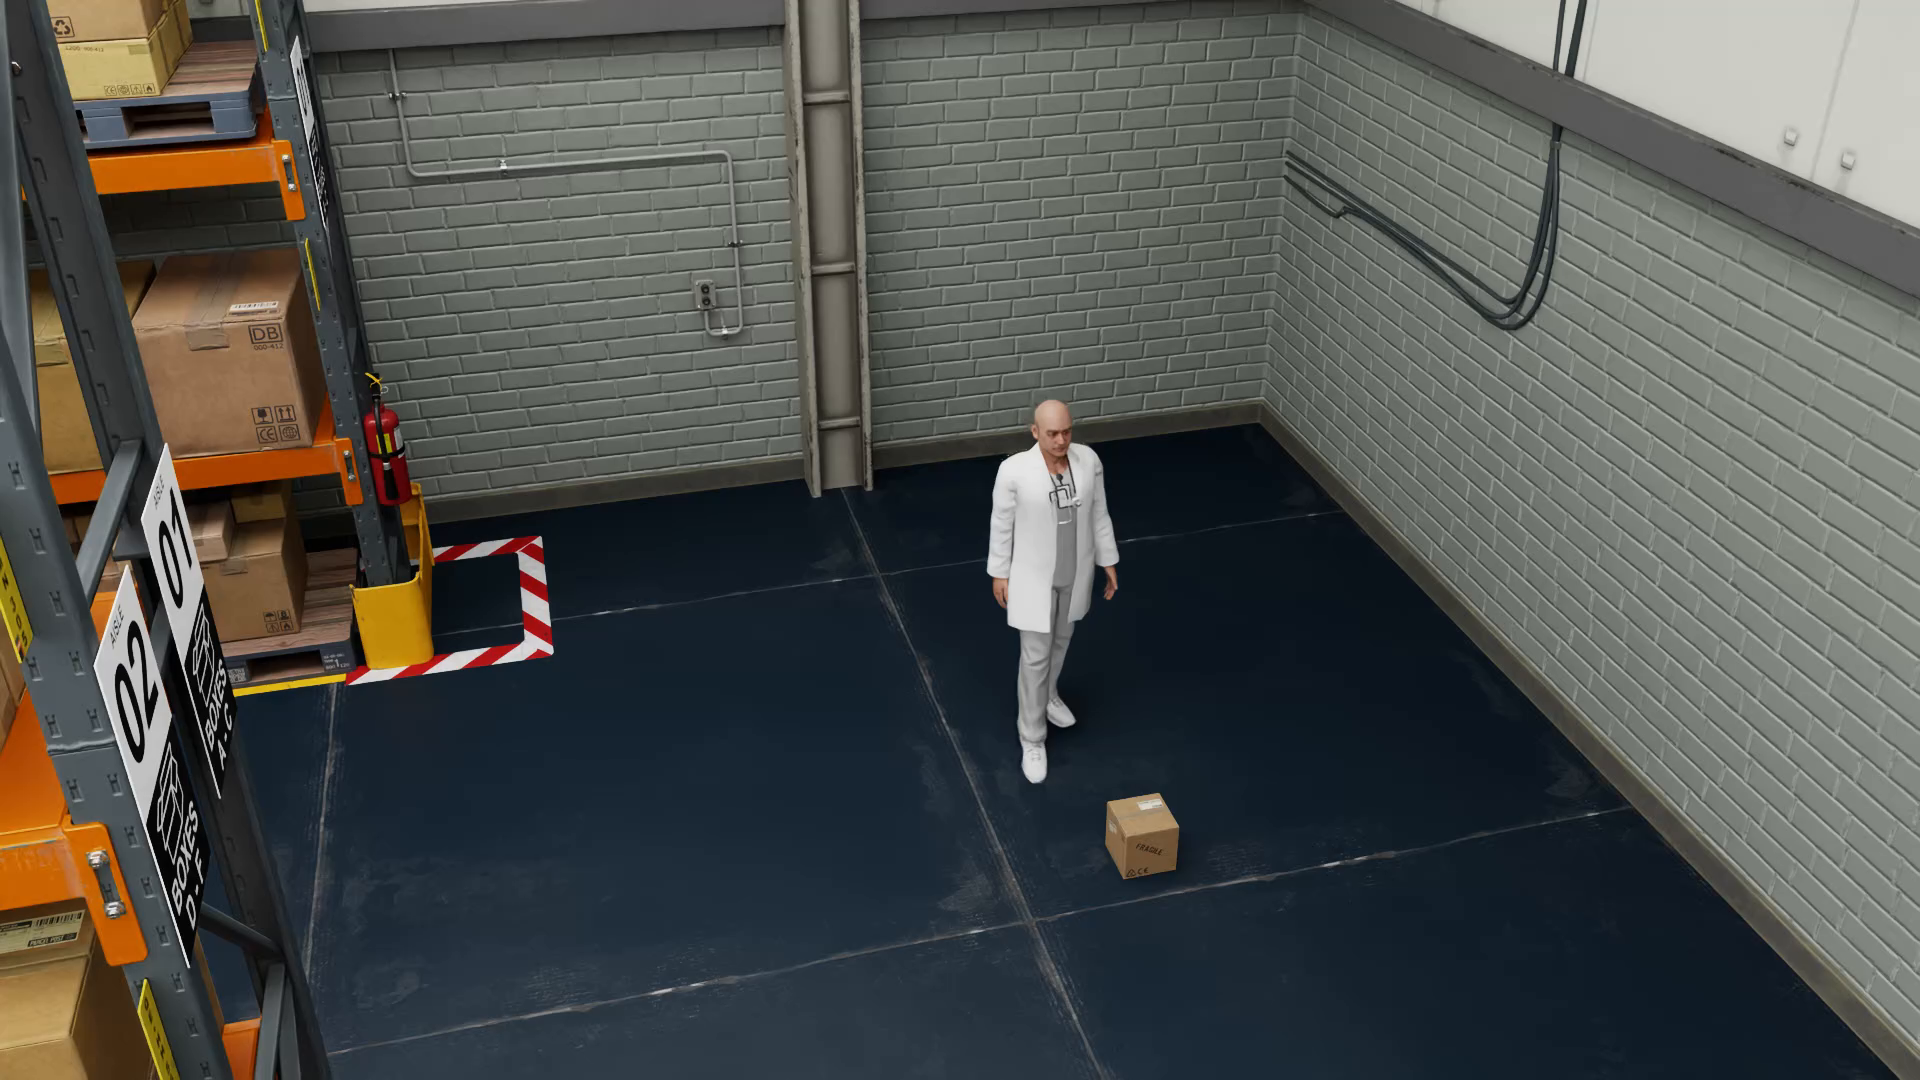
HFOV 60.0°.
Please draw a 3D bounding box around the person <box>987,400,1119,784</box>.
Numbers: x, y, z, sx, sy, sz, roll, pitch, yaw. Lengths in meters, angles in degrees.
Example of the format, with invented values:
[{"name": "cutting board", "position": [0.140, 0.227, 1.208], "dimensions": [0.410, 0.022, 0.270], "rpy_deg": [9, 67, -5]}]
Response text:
[{"name": "person", "position": [0.488, 0.199, 7.918], "dimensions": [0.616, 1.804, 0.673], "rpy_deg": [-13, 32, -21]}]
